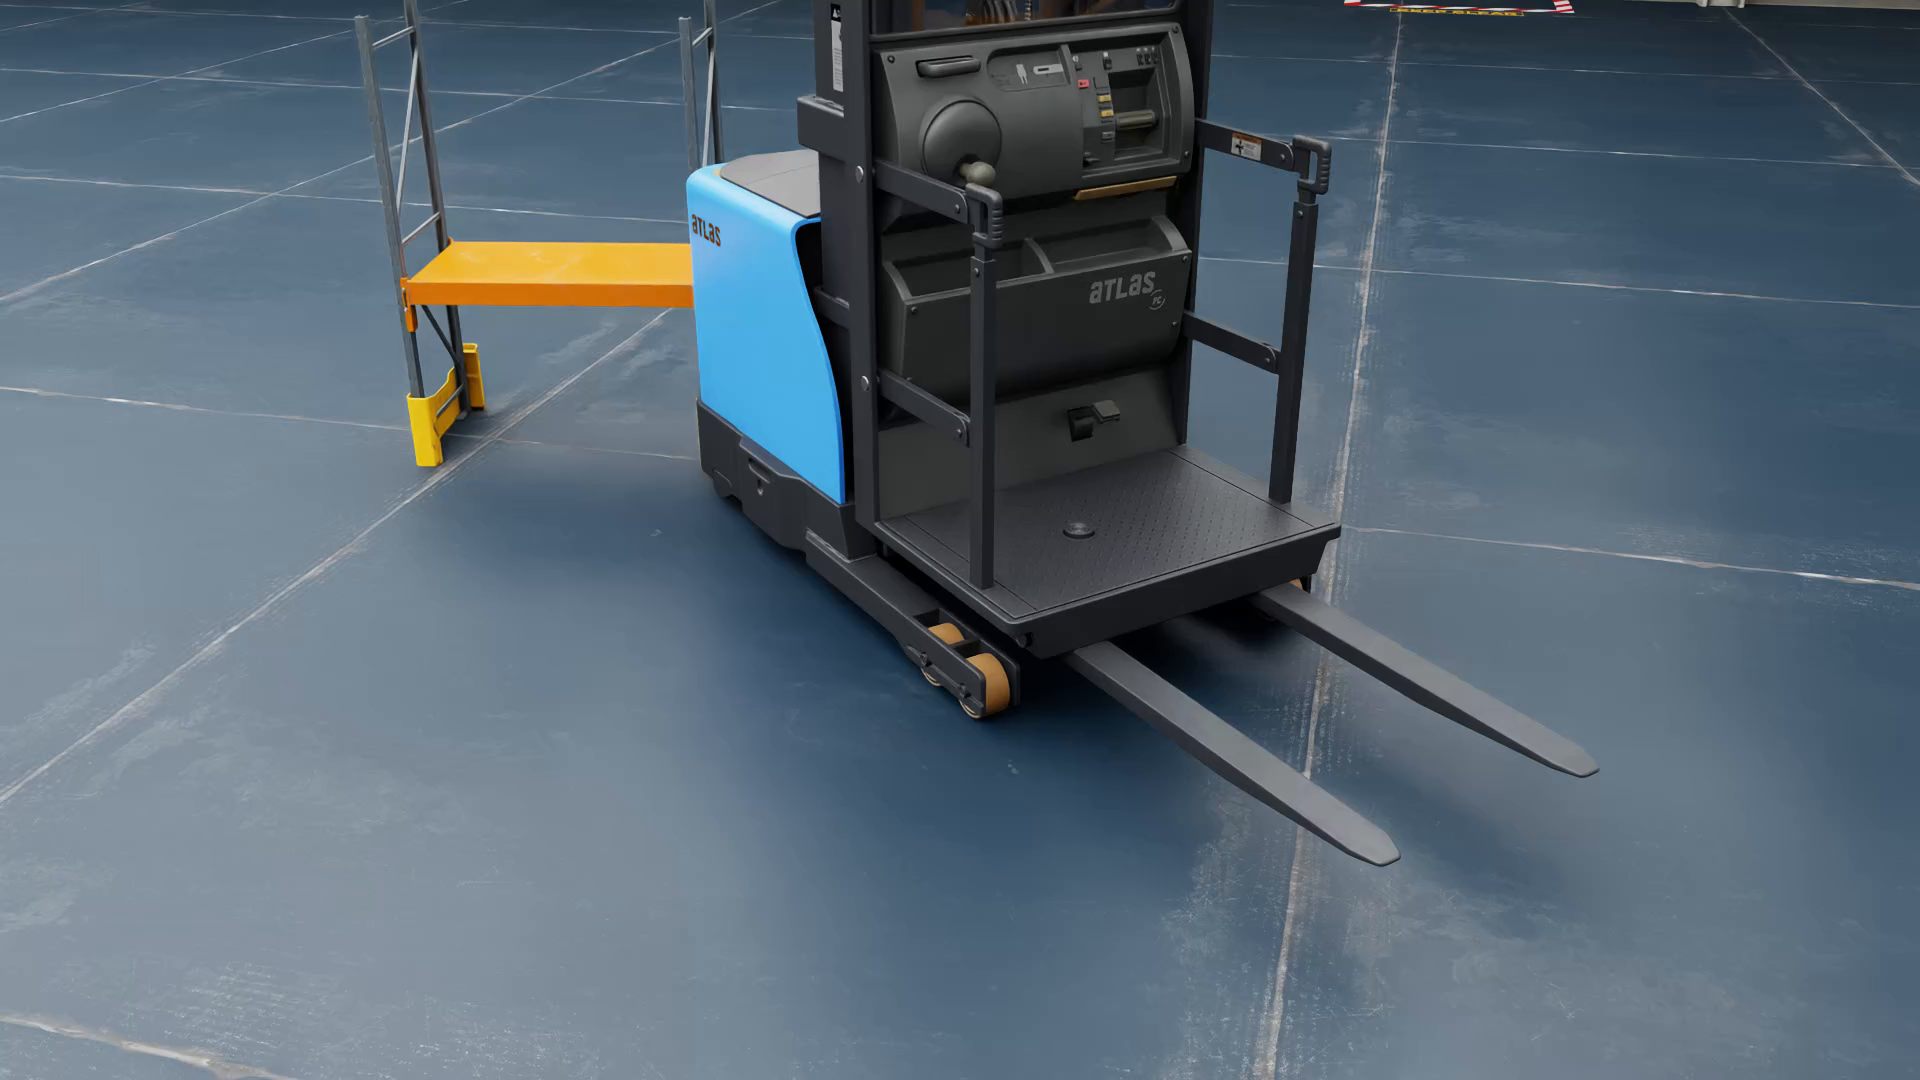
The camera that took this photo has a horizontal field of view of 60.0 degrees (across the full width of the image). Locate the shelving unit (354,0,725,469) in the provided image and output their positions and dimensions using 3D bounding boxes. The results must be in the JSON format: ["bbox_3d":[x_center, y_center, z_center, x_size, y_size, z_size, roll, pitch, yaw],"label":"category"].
[{"bbox_3d":[-1.349,-1.053,5.717,1.083,1.500,0.587,1,25,2],"label":"shelving unit"}]

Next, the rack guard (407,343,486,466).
[{"bbox_3d":[-1.847,-0.495,5.999,0.087,0.250,0.587,1,25,2],"label":"rack guard"}]

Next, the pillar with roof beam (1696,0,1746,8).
[{"bbox_3d":[6.332,-7.485,10.503,0.400,9.000,9.100,6,26,13],"label":"pillar with roof beam"}]

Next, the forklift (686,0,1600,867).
[{"bbox_3d":[0.332,-1.094,4.138,1.130,2.935,3.031,-15,29,-29],"label":"forklift"}]

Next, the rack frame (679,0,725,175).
[{"bbox_3d":[-0.850,-1.047,5.704,0.032,1.500,0.500,1,25,2],"label":"rack frame"}]

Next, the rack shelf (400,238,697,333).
[{"bbox_3d":[-1.358,-0.891,5.795,1.000,0.185,0.538,1,25,2],"label":"rack shelf"}]

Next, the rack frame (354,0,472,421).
[{"bbox_3d":[-1.866,-1.060,5.731,0.032,1.500,0.500,1,25,2],"label":"rack frame"}]

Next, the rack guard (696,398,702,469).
[{"bbox_3d":[-0.851,-0.482,5.972,0.087,0.250,0.587,1,25,2],"label":"rack guard"}]
